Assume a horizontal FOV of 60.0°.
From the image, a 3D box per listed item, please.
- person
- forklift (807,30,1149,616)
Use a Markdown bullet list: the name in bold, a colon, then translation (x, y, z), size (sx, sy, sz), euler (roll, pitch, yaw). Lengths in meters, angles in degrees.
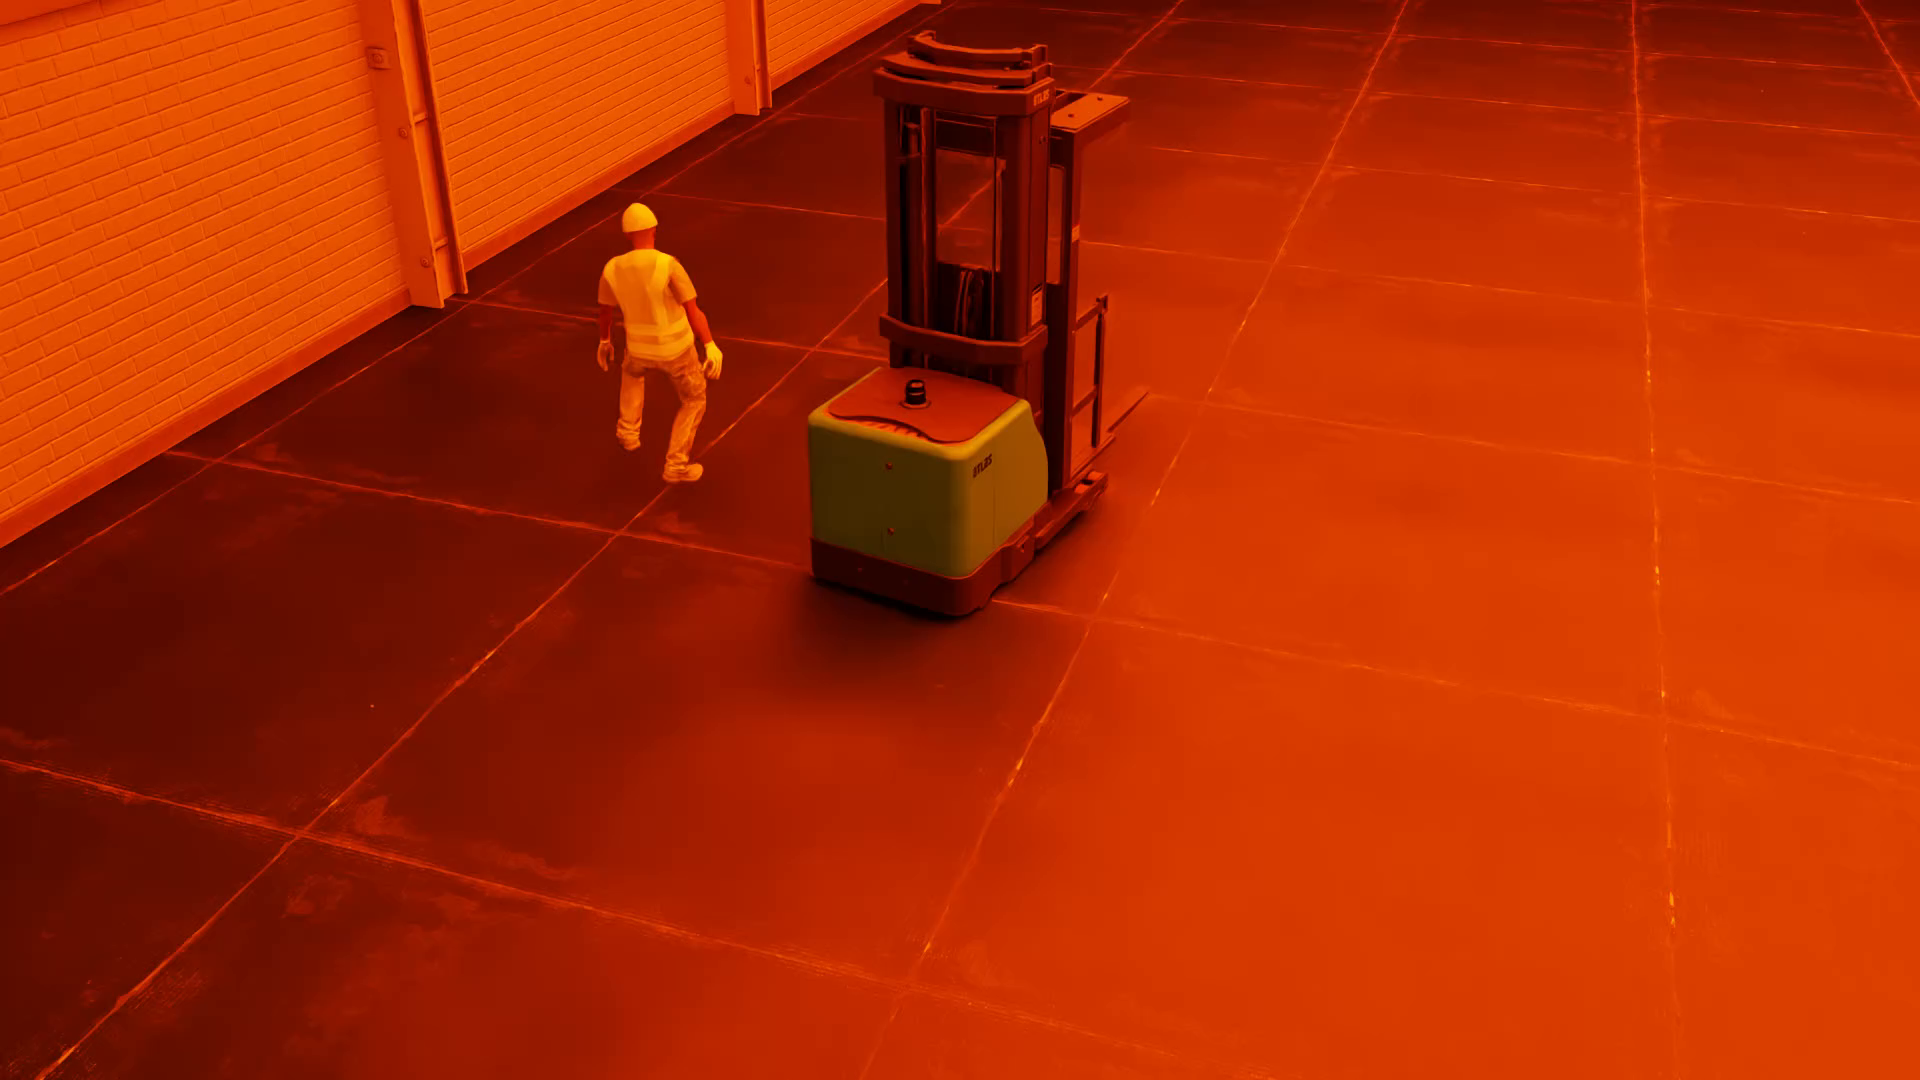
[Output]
- **person**: translation (-1.827, -1.195, 10.197), size (0.905, 1.699, 0.543), euler (12, 32, 20)
- **forklift**: translation (0.287, -1.554, 9.862), size (1.130, 2.935, 3.031), euler (15, 33, 25)
